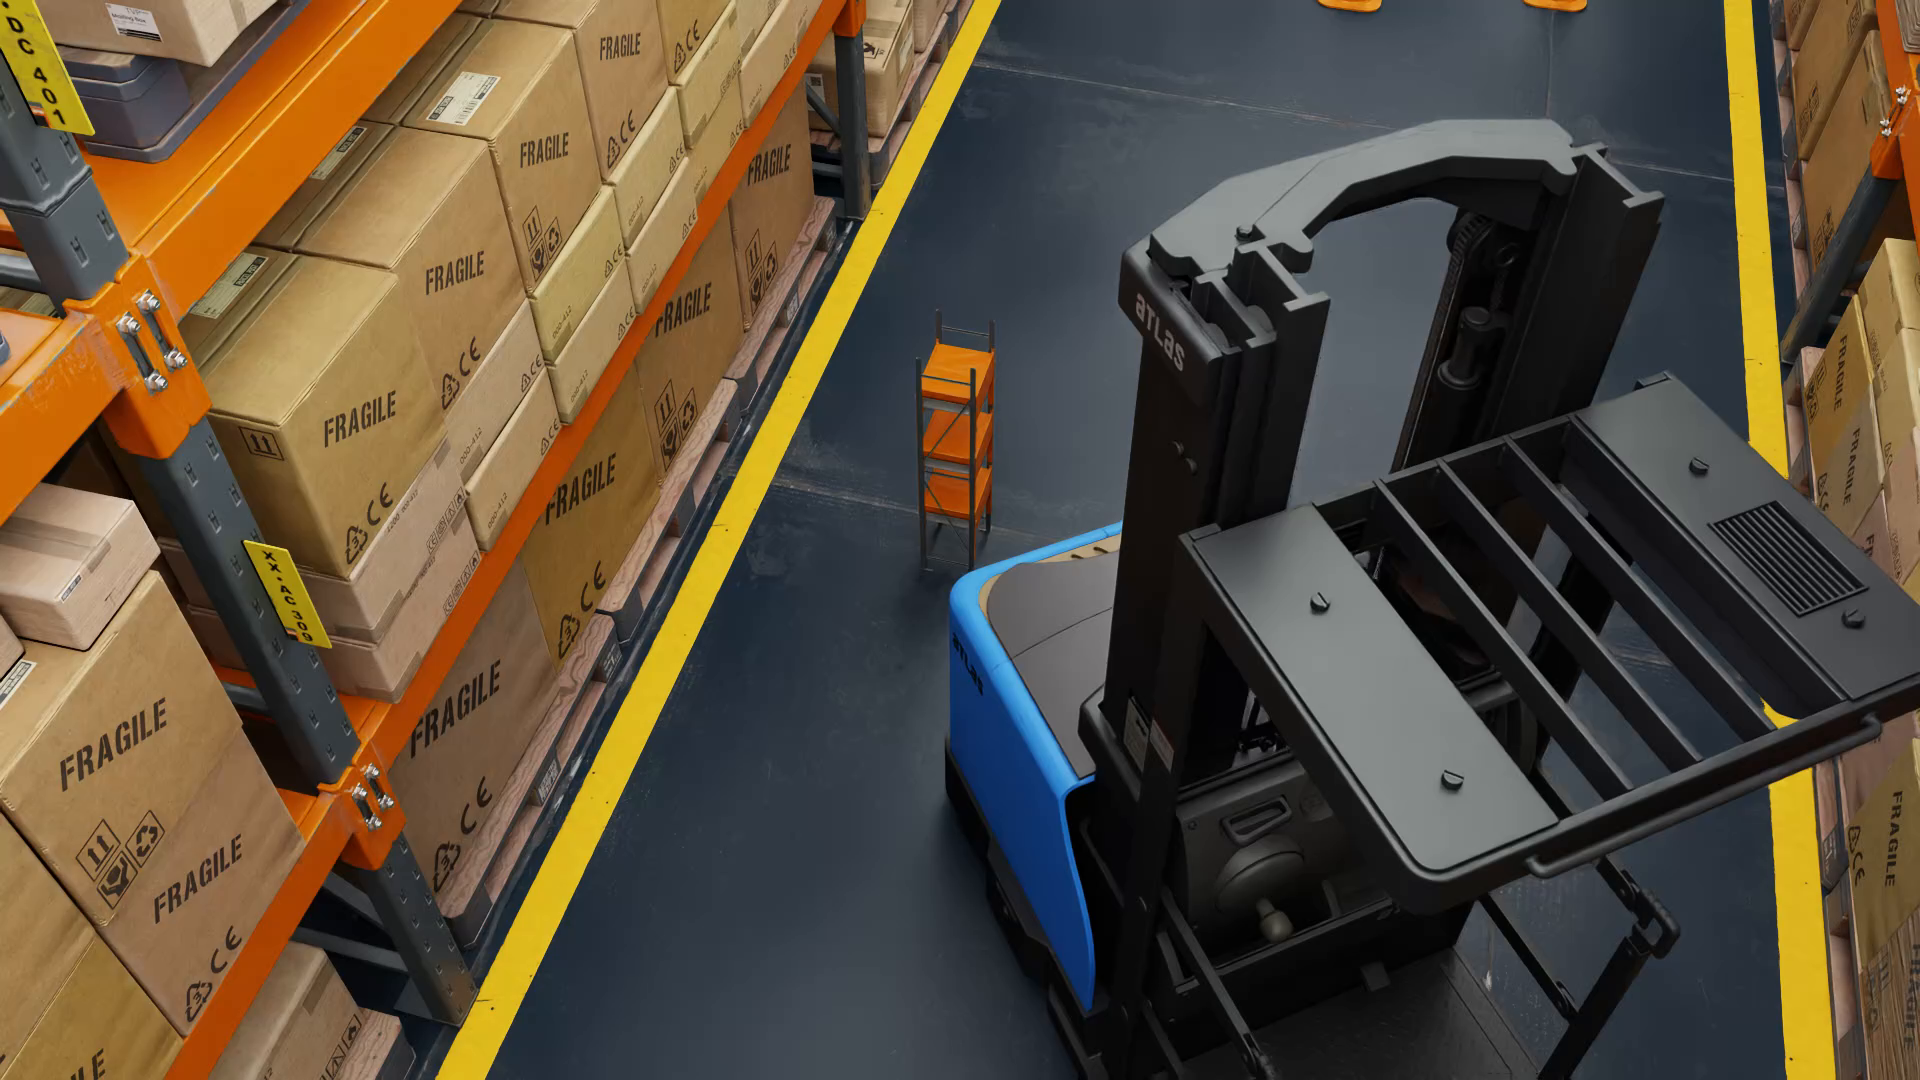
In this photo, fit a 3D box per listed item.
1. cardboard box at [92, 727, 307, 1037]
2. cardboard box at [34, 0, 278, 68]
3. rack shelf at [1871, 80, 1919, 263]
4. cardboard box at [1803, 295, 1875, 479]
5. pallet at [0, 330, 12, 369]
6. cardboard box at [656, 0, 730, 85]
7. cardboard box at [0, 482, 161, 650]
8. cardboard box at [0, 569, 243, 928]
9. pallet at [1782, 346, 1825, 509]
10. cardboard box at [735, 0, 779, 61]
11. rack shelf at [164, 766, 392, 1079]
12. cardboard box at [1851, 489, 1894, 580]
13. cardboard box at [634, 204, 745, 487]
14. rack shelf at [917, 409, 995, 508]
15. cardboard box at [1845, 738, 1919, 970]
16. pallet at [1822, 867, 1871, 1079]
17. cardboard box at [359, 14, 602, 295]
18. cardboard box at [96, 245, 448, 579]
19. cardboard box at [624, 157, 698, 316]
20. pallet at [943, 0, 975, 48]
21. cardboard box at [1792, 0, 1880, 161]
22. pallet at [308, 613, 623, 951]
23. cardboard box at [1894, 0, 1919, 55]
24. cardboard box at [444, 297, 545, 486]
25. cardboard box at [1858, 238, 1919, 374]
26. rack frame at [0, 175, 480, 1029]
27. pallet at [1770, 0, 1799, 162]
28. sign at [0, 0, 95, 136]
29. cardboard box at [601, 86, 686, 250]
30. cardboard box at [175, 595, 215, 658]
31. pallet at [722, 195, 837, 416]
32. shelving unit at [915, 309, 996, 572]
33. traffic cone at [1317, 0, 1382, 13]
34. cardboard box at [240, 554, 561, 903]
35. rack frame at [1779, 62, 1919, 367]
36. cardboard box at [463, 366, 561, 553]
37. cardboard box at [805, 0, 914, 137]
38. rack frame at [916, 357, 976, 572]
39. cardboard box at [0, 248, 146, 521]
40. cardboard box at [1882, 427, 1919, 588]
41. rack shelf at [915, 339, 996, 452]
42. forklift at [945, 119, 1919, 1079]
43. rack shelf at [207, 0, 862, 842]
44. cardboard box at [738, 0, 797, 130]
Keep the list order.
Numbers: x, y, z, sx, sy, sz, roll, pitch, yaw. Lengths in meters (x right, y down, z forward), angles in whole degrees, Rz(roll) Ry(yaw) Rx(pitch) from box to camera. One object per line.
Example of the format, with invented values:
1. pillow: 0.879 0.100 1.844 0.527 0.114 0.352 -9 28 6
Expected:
1. cardboard box: -1.829 0.676 3.586 0.500 0.500 0.500 12 50 10
2. cardboard box: -1.485 -1.057 2.991 0.396 0.266 0.258 11 50 10
3. rack shelf: 3.375 0.018 4.713 1.077 0.370 4.000 12 50 10
4. cardboard box: 3.469 -0.517 6.093 0.500 0.500 0.500 10 49 8
5. pallet: -2.179 -0.051 2.352 1.003 0.211 1.213 12 50 10
6. cardboard box: -1.049 -1.778 5.085 0.500 0.500 0.500 12 50 10
7. cardboard box: -1.728 0.030 3.057 0.380 0.149 0.250 11 49 9
8. cardboard box: -1.812 0.355 3.203 0.500 0.500 0.500 11 50 10
9. pallet: 3.694 -0.179 6.267 1.003 0.211 1.213 12 50 10
10. cardboard box: -0.915 -1.914 5.705 0.500 0.250 0.500 10 49 9
11. rack shelf: -2.480 2.008 2.957 1.077 0.370 4.000 12 50 10
12. cardboard box: 3.209 0.219 5.443 0.500 0.500 0.500 10 49 9
13. cardboard box: -1.402 -0.879 6.162 0.875 0.875 0.875 12 50 10
14. rack shelf: -0.014 -0.302 5.830 0.215 0.259 0.240 12 50 10
15. cardboard box: 2.935 0.959 4.790 0.500 0.500 0.500 11 49 9
16. pallet: 3.052 1.586 4.709 1.003 0.211 1.213 12 50 10
17. cardboard box: -1.319 -1.038 4.432 0.500 0.500 0.500 10 49 9
18. cardboard box: -1.561 -0.303 3.783 0.500 0.500 0.500 12 50 10
19. cardboard box: -1.158 -0.996 5.228 0.500 0.250 0.500 11 49 9
20. pallet: -0.371 -3.092 8.838 1.003 0.211 1.213 12 50 10
21. cardboard box: 4.375 -2.117 7.338 1.050 0.750 0.750 12 50 11
22. pallet: -1.824 0.673 5.516 1.003 0.211 1.213 12 50 10
23. cardboard box: 3.760 -2.078 6.017 0.500 0.500 0.500 12 50 10
24. cardboard box: -1.456 -0.438 4.403 0.500 0.250 0.500 12 50 11
25. cardboard box: 3.486 -0.776 5.821 0.500 0.250 0.500 10 49 8
26. rack frame: -1.954 0.323 3.964 1.000 3.000 0.127 12 50 10
27. pallet: 4.504 -2.179 8.032 1.003 0.211 1.213 12 50 10
28. sign: -1.418 -0.758 2.520 0.100 0.325 0.005 12 50 10
29. cardboard box: -1.166 -1.164 5.043 0.500 0.250 0.500 10 49 9
30. cardboard box: -2.079 -0.002 4.351 0.500 0.250 0.500 10 49 9
31. pallet: -1.181 -1.092 7.073 1.003 0.211 1.213 12 50 10
32. shelving unit: -0.014 -0.309 5.822 0.215 1.050 0.252 12 50 10
33. traffic cone: 2.064 -3.044 8.628 0.336 0.463 0.334 12 50 10
34. cardboard box: -1.868 0.423 5.013 0.875 0.875 0.875 13 50 11
35. rack frame: 3.901 -1.667 5.720 1.000 3.000 0.127 12 50 10
36. cardboard box: -1.449 -0.268 4.586 0.500 0.250 0.500 10 49 9
37. cardboard box: -0.743 -2.246 7.705 0.950 0.372 0.625 9 49 7
38. rack frame: -0.046 -0.220 5.744 0.200 1.050 0.008 12 50 10
39. cardboard box: -2.079 -0.414 3.881 0.500 0.500 0.500 13 50 11
40. cardboard box: 3.210 -0.053 5.183 0.500 0.250 0.500 12 50 10
41. rack shelf: -0.014 -0.489 5.617 0.215 0.259 0.240 12 50 10
42. forklift: 1.004 0.720 3.660 1.130 2.935 3.031 -18 51 -15
43. rack shelf: -1.428 -0.886 5.511 1.077 0.370 4.000 12 50 10
44. cardboard box: -0.903 -1.731 5.877 0.500 0.250 0.500 12 50 11
